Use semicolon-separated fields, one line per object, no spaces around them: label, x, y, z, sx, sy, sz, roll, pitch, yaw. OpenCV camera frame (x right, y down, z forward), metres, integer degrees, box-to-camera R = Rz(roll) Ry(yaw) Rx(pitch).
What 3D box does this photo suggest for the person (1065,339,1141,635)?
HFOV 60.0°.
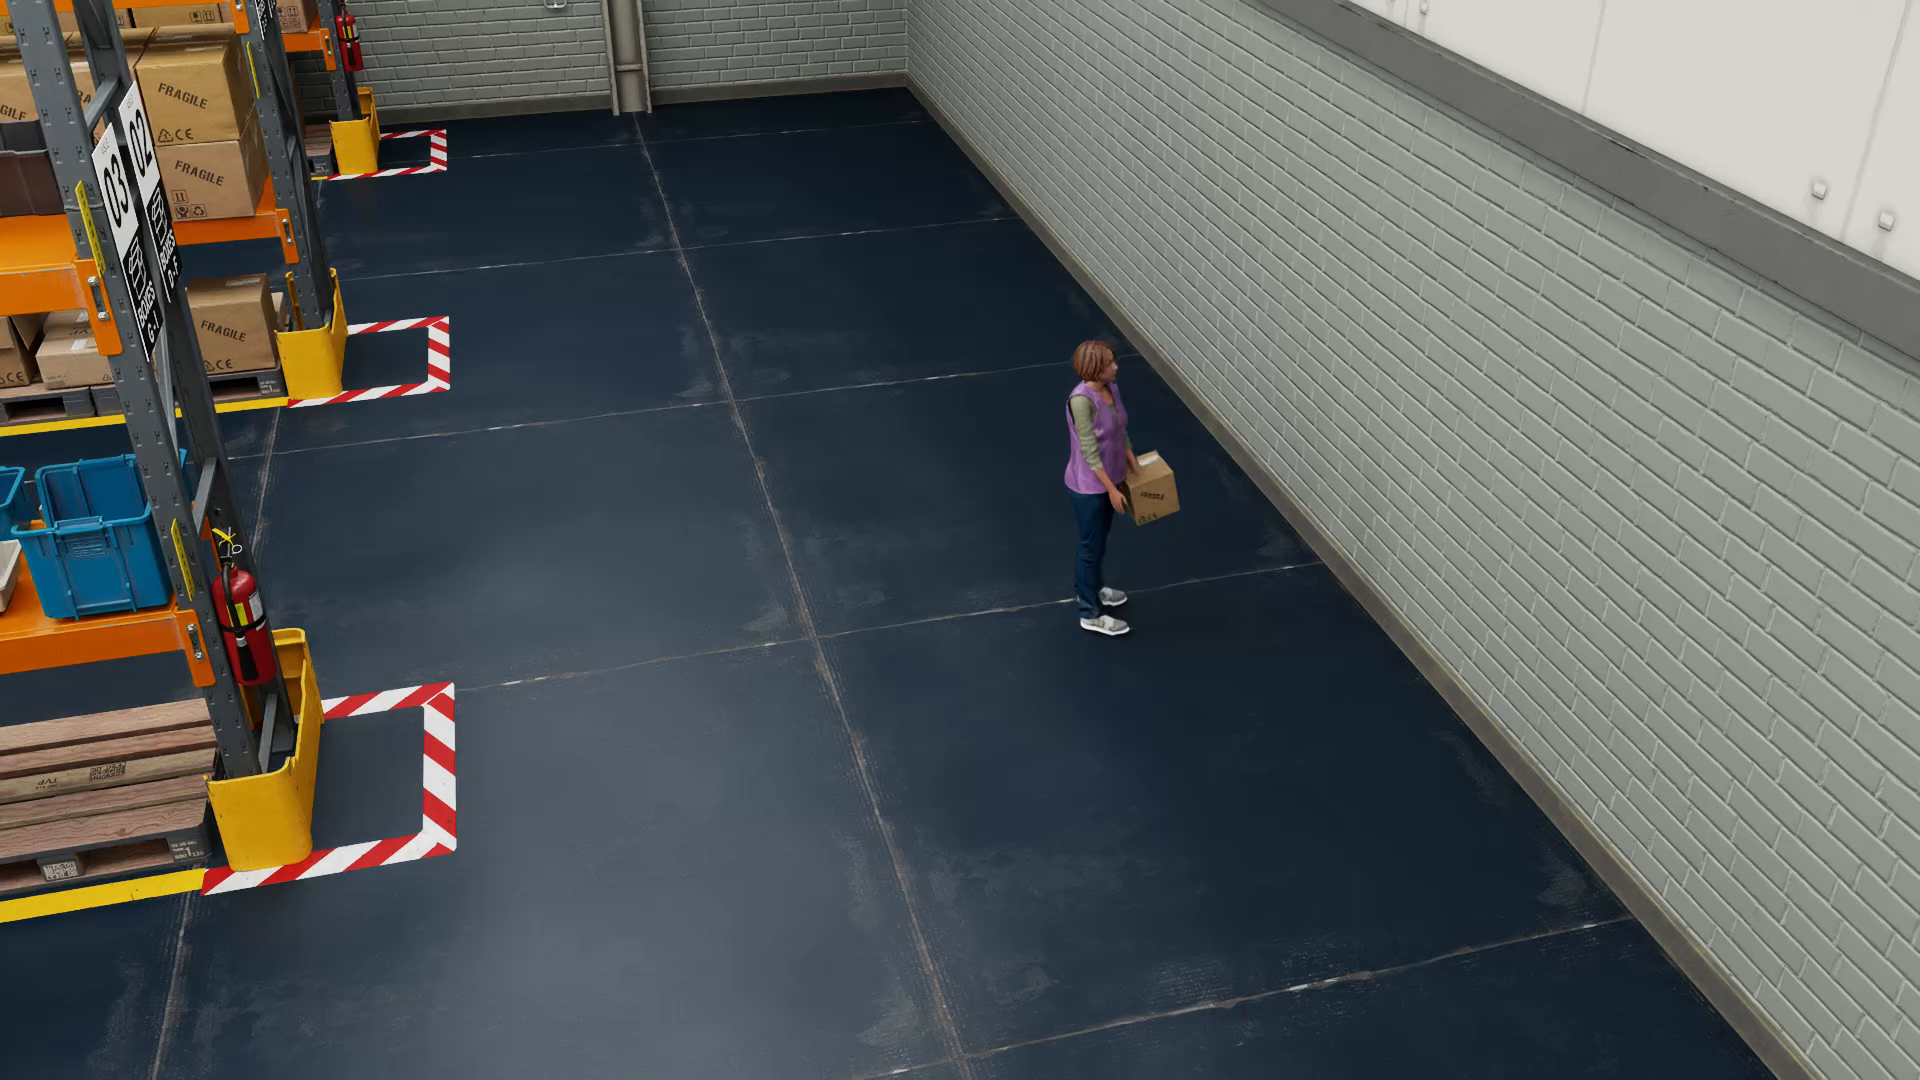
person;0.778;-0.287;8.695;0.437;1.604;0.433;16;34;25
